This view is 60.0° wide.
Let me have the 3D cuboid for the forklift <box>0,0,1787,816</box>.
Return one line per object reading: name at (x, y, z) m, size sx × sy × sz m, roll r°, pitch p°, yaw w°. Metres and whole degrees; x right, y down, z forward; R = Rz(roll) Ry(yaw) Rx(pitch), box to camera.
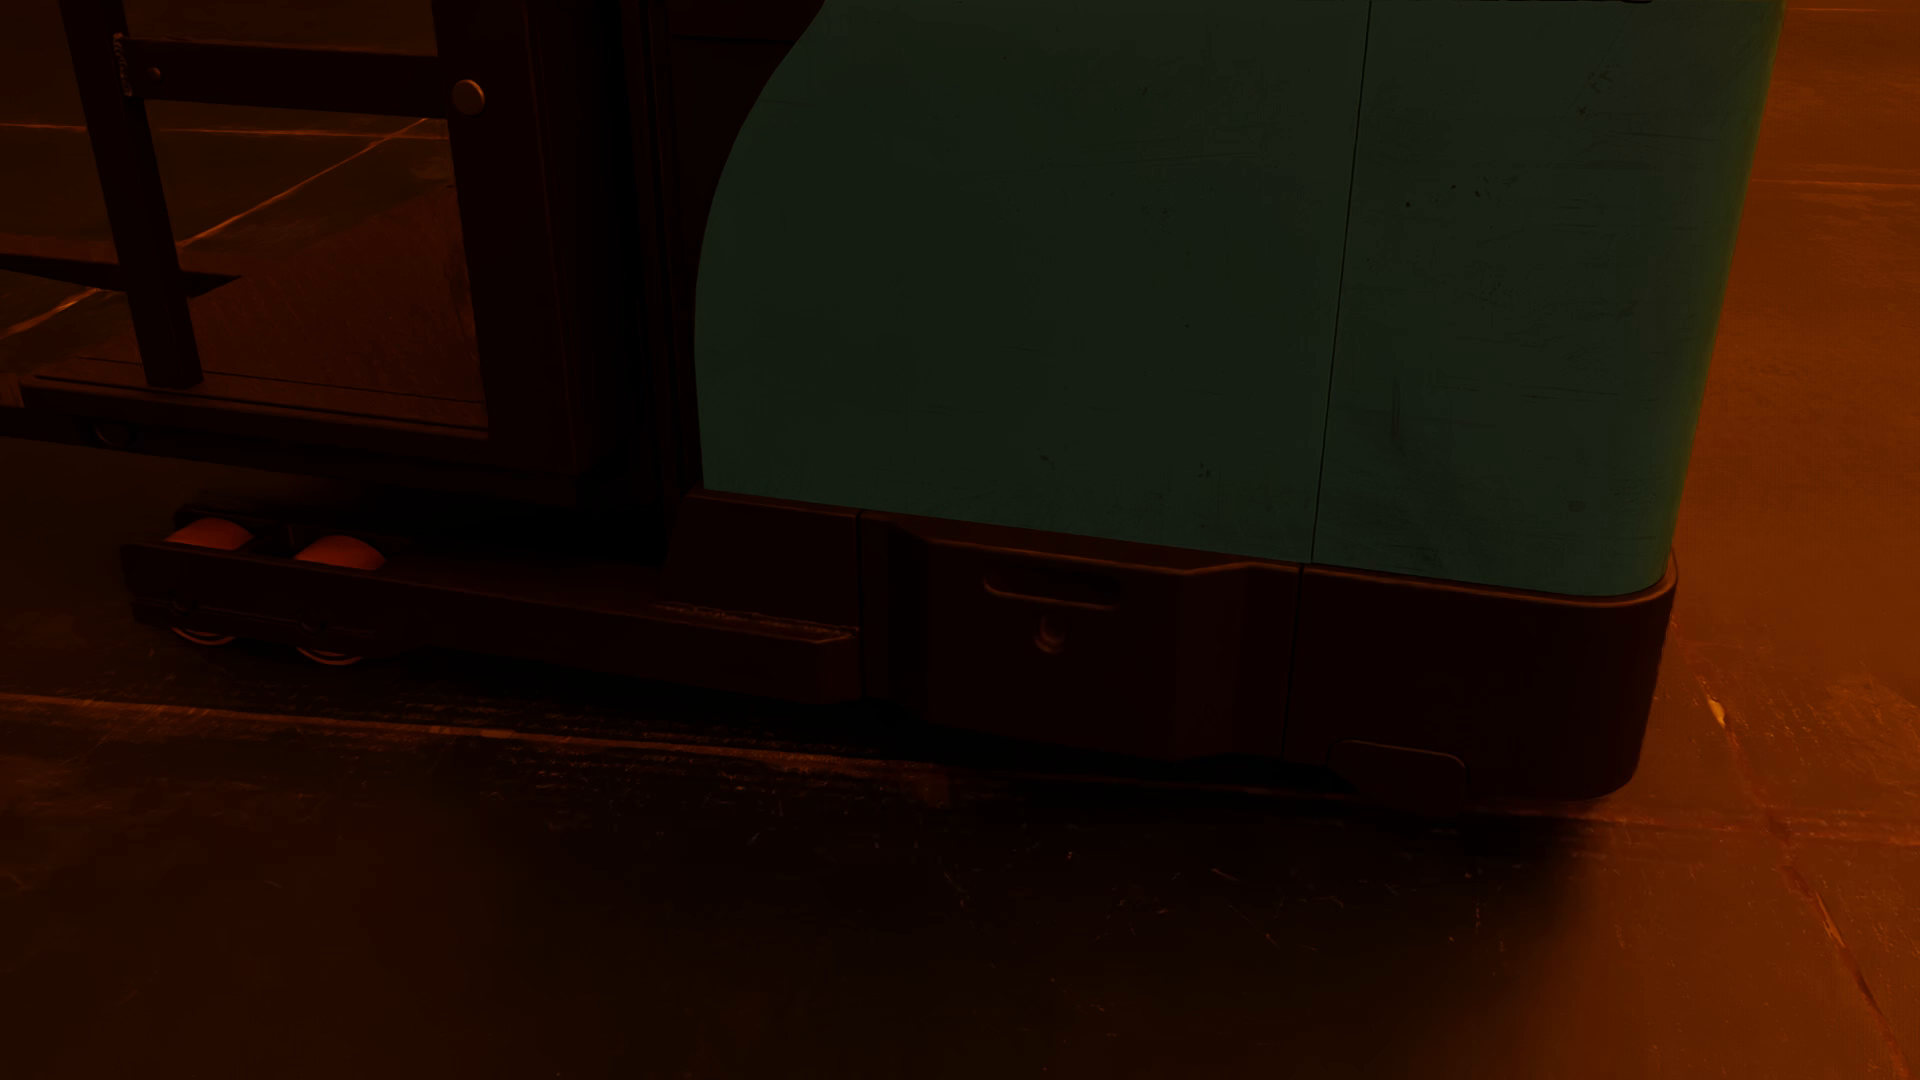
forklift at (-0.593, -1.365, 1.953) m, size 3.031 × 2.935 × 1.130 m, roll 7°, pitch 27°, yaw 14°
